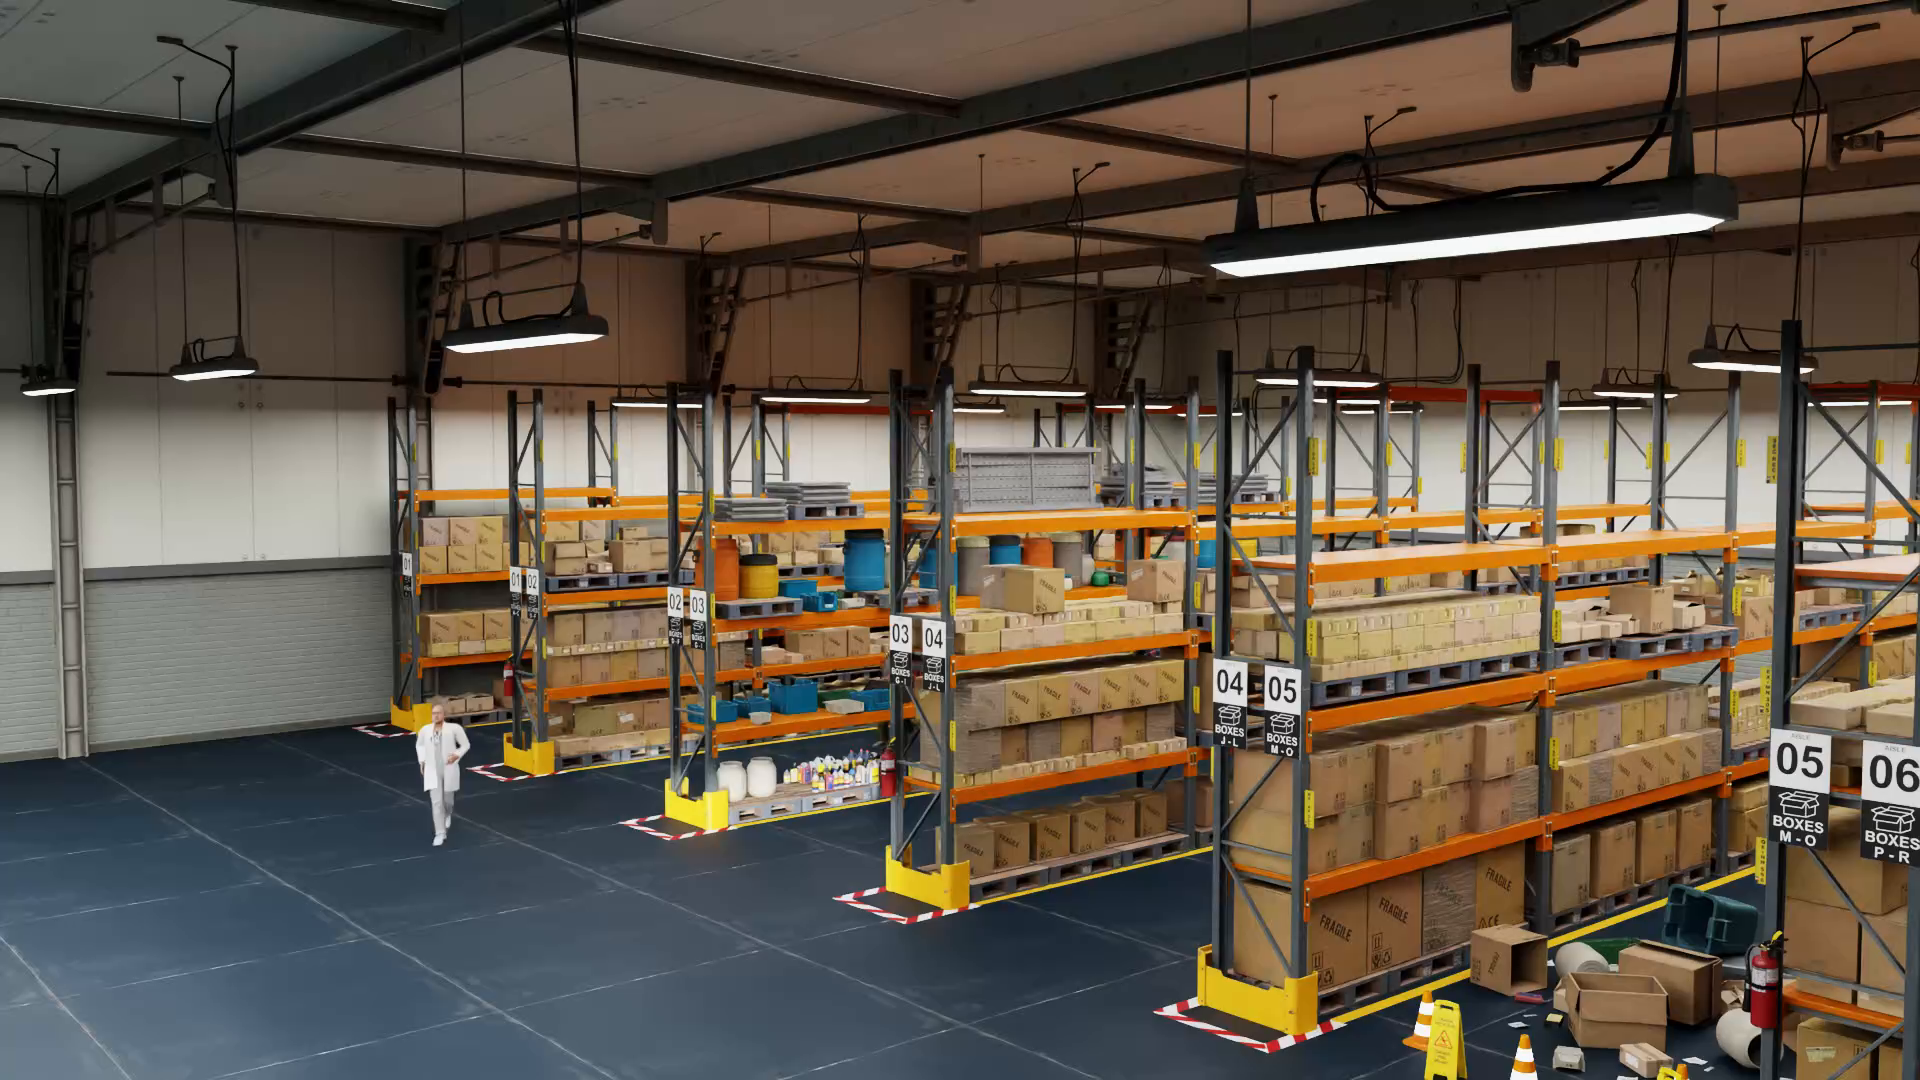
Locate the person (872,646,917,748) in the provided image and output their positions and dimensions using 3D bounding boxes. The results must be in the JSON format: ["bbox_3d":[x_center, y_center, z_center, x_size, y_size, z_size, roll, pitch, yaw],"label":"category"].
[{"bbox_3d":[-1.122,2.572,27.817,0.720,1.748,0.965,3,4,40],"label":"person"}]

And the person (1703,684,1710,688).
[{"bbox_3d":[10.823,2.949,24.084,0.799,1.697,0.553,-2,4,-36],"label":"person"}]

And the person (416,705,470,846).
[{"bbox_3d":[-6.748,3.028,21.677,0.704,1.775,0.858,-1,3,-9],"label":"person"}]

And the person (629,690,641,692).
[{"bbox_3d":[-5.793,2.613,29.518,0.718,1.750,0.584,-3,4,-39],"label":"person"}]
